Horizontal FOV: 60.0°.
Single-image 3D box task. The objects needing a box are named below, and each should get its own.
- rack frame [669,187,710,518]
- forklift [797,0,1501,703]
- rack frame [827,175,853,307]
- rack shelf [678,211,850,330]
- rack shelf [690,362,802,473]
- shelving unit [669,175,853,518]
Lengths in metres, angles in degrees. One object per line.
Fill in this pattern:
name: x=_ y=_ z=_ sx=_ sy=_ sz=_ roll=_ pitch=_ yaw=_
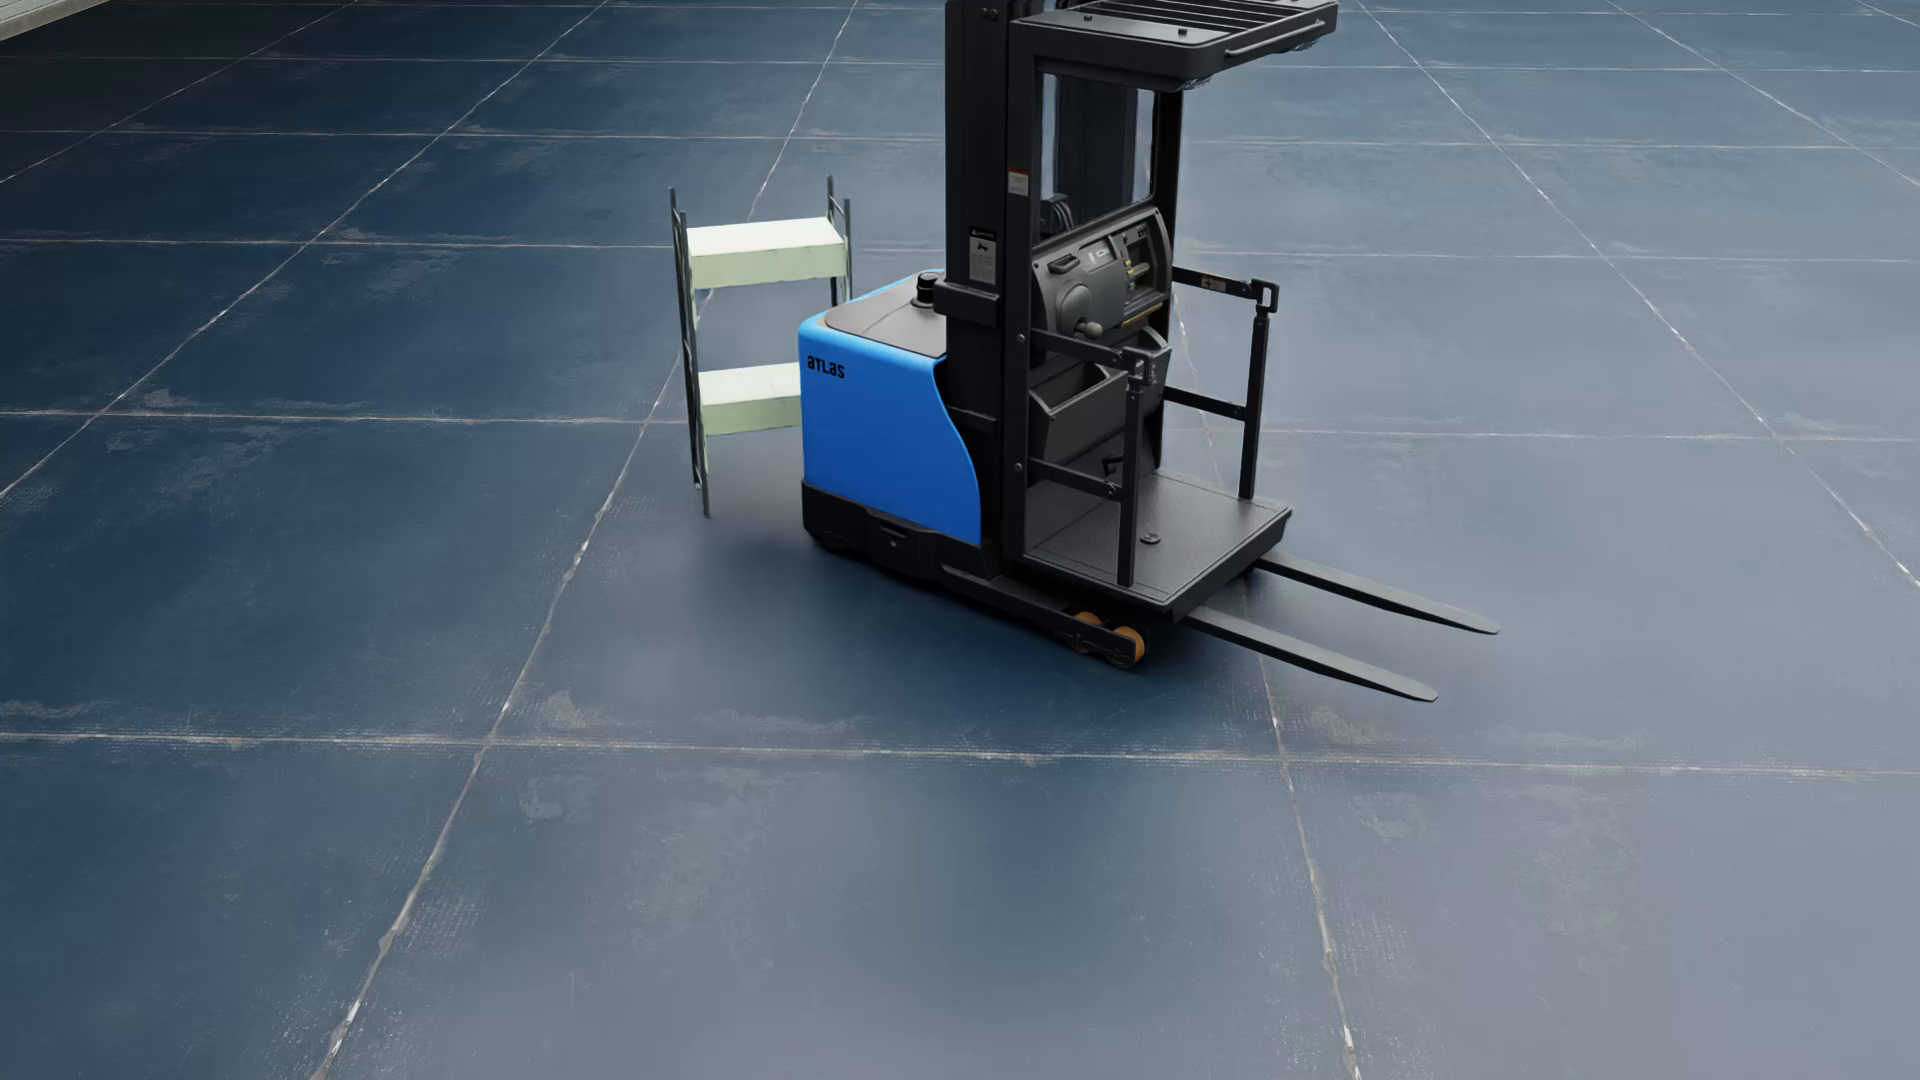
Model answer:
rack frame: x=-1.262 y=-0.859 z=7.769 sx=0.023 sy=1.500 sz=0.400 roll=-8 pitch=29 yaw=-14
forklift: x=0.750 y=-1.056 z=6.613 sx=3.031 sy=2.935 sz=1.130 roll=20 pitch=34 yaw=33
rack frame: x=-0.558 y=-0.953 z=7.946 sx=0.023 sy=1.500 sz=0.400 roll=-8 pitch=29 yaw=-14
rack shelf: x=-0.910 y=-1.250 z=7.674 sx=0.720 sy=0.370 sz=0.431 roll=-8 pitch=29 yaw=-14
rack shelf: x=-0.910 y=-0.618 z=8.010 sx=0.720 sy=0.370 sz=0.431 roll=-8 pitch=29 yaw=-14
shelving unit: x=-0.910 y=-0.906 z=7.857 sx=0.755 sy=1.500 sz=0.431 roll=-8 pitch=29 yaw=-14
